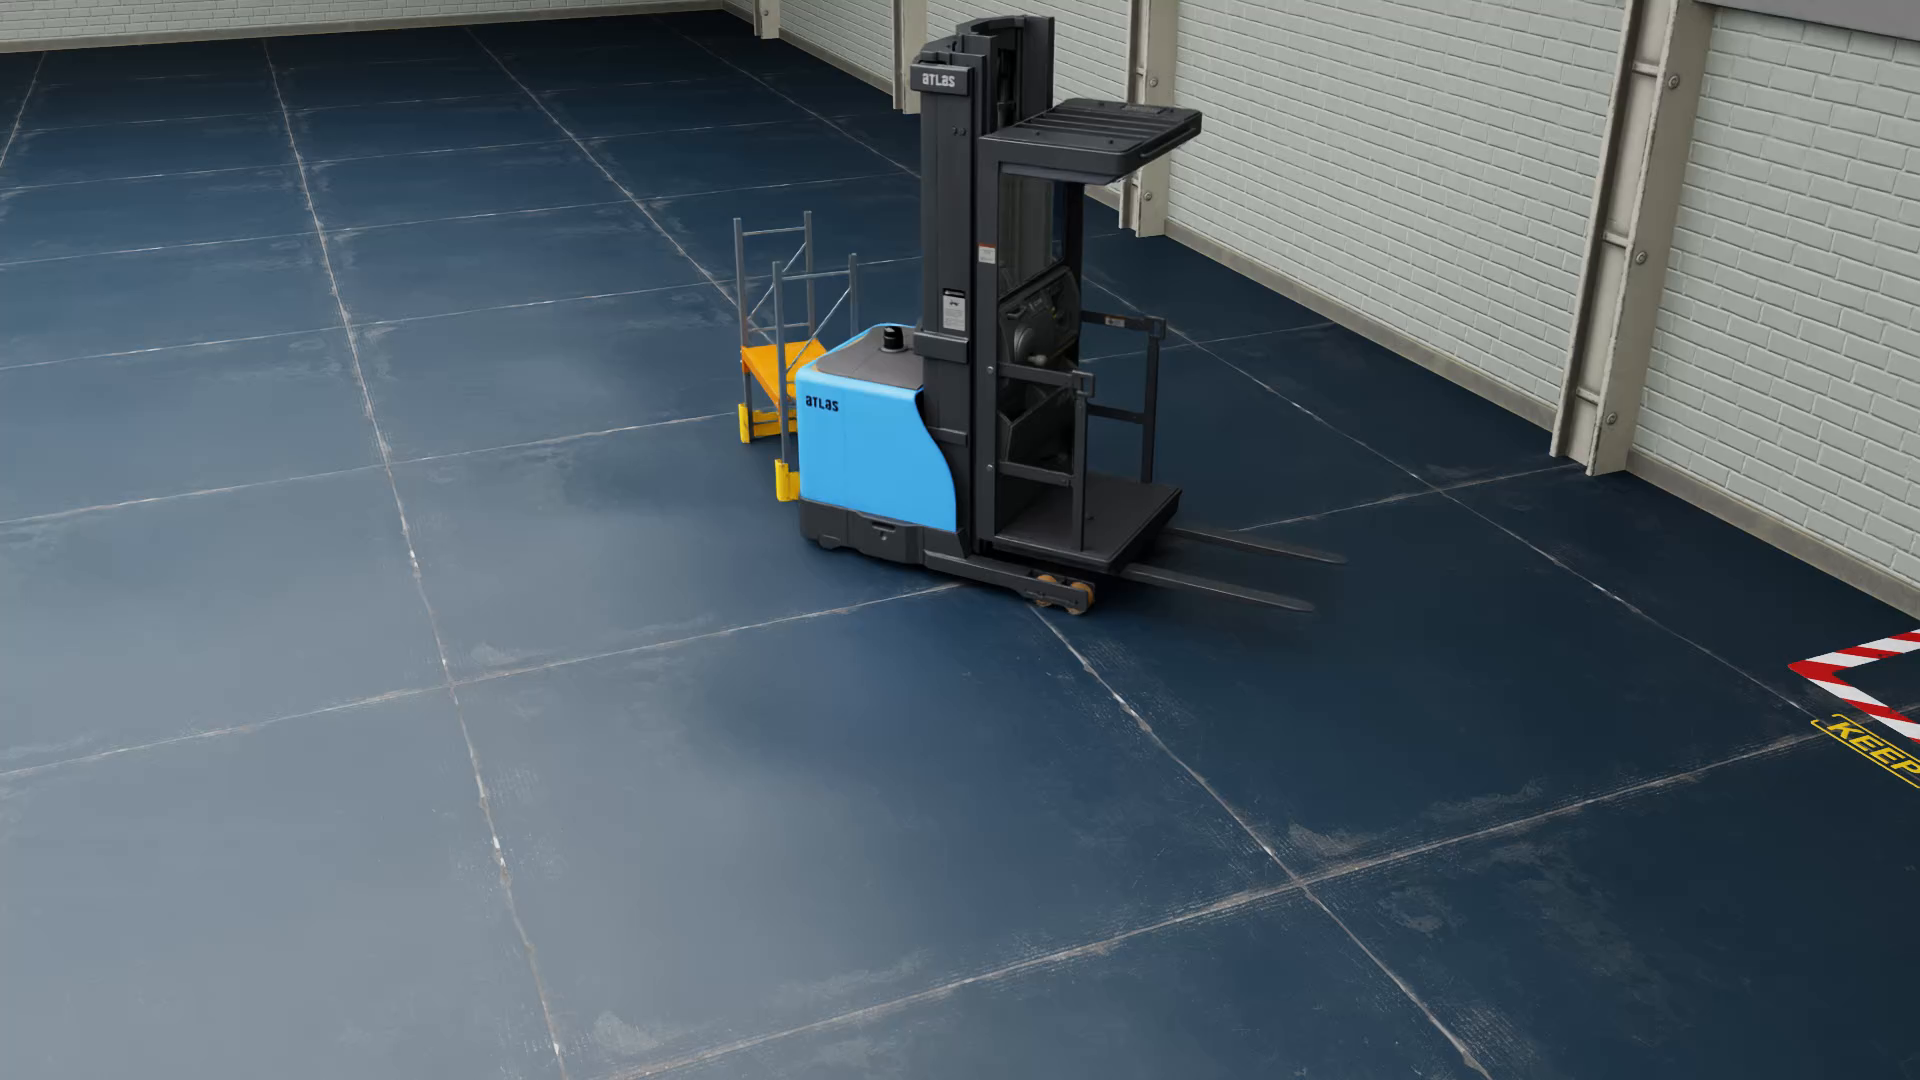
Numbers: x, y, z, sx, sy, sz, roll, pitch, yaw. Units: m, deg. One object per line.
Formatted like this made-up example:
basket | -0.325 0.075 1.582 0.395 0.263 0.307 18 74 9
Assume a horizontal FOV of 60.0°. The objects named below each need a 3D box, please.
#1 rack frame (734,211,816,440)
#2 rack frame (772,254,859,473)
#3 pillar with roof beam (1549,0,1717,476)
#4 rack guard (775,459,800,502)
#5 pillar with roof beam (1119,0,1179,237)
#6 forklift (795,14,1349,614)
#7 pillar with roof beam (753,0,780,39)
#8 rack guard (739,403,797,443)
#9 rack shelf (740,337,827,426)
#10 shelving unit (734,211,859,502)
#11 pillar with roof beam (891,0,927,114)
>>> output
rack frame | -1.188 -1.387 10.882 0.500 1.500 0.032 -9 27 -18
rack frame | -0.846 -0.967 10.022 0.500 1.500 0.032 -9 27 -18
pillar with roof beam | 0.119 -3.815 7.308 9.100 9.000 0.400 -11 28 -21
rack guard | -0.846 -0.406 10.297 0.587 0.250 0.087 -9 27 -18
pillar with roof beam | -2.231 -6.238 12.269 9.100 9.000 0.400 -11 28 -21
forklift | 0.613 -1.186 8.839 3.031 2.935 1.130 13 29 24
pillar with roof beam | -6.930 -11.082 22.191 9.100 9.000 0.400 -11 28 -21
rack guard | -1.182 -0.818 11.140 0.587 0.250 0.087 -9 27 -18
rack shelf | -1.017 -1.016 10.531 0.538 0.185 1.000 -9 27 -18
shelving unit | -1.014 -1.174 10.444 0.587 1.500 1.083 -9 27 -18
pillar with roof beam | -4.581 -8.660 17.230 9.100 9.000 0.400 -11 28 -21
